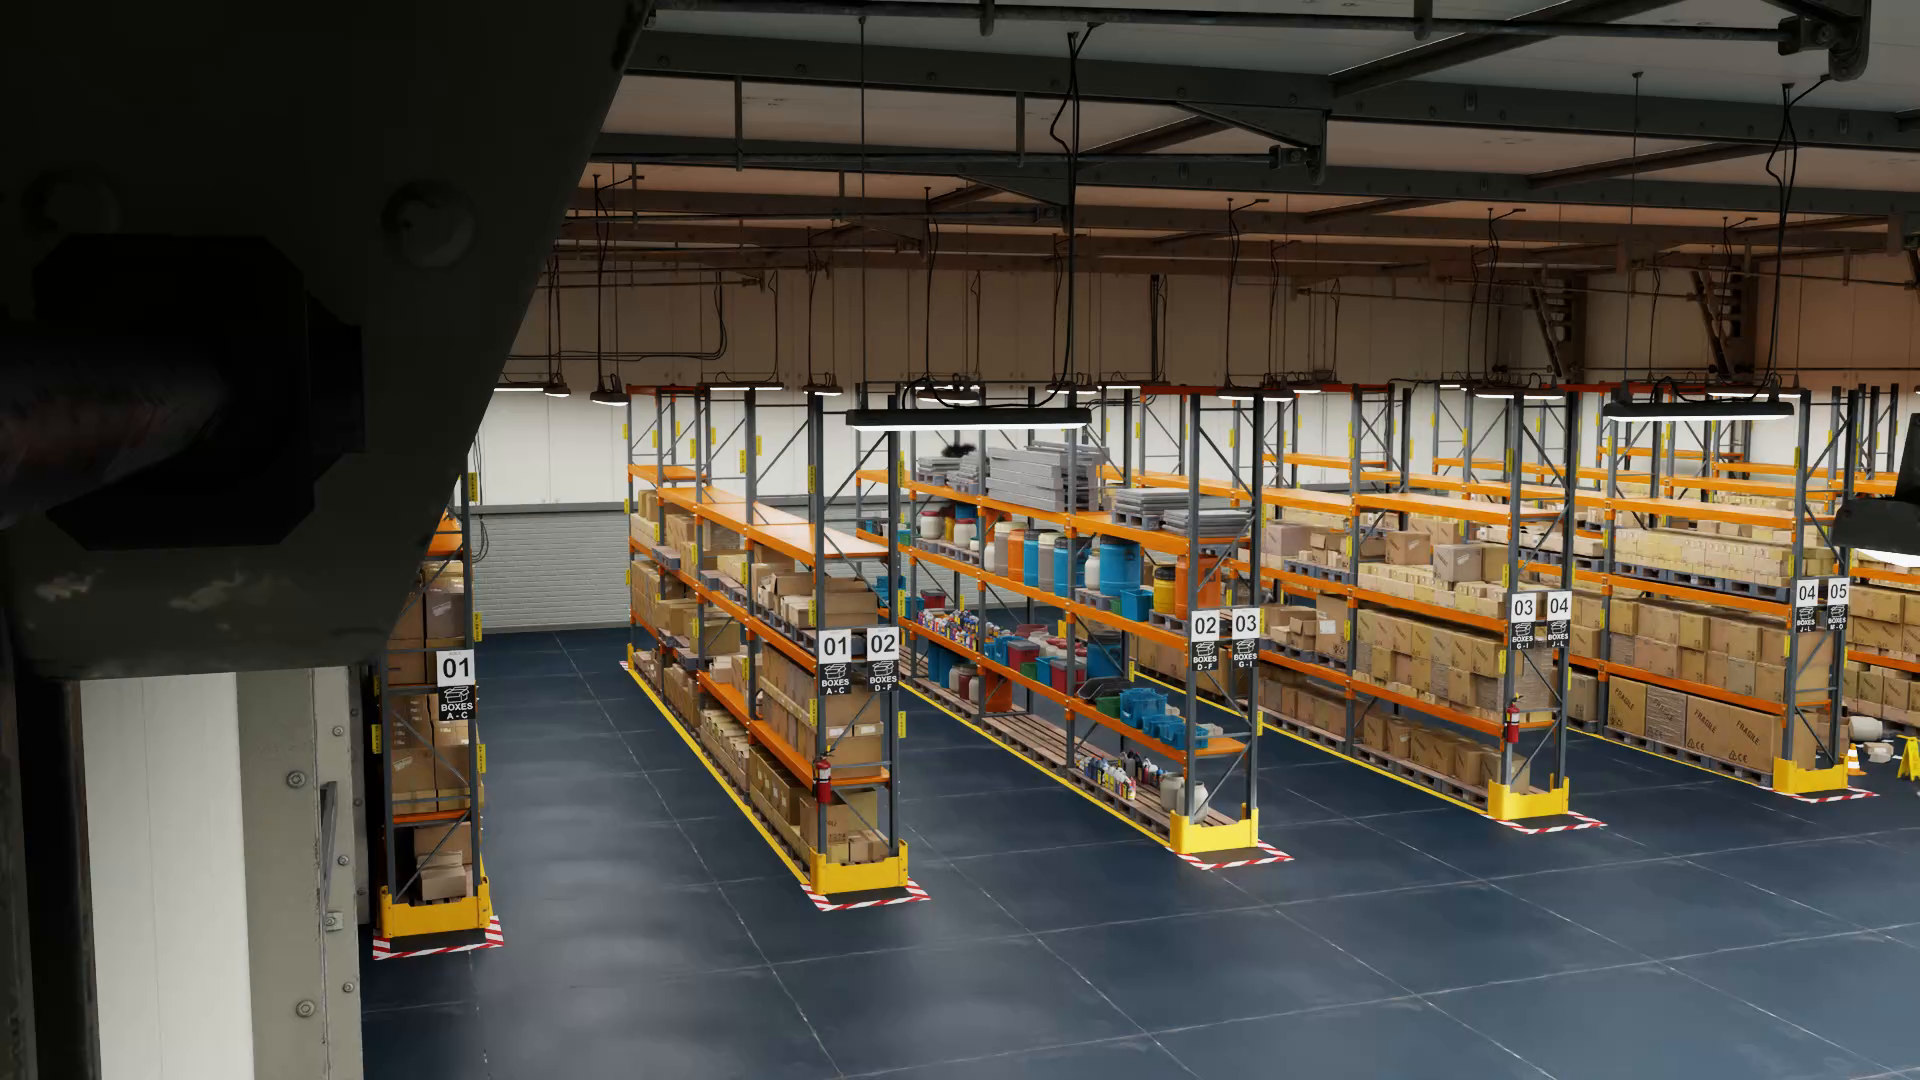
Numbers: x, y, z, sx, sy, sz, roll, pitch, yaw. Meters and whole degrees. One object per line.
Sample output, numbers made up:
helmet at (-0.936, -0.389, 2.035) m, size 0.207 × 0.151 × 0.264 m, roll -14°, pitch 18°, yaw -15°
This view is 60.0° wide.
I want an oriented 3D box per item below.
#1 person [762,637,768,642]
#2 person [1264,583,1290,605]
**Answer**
person at (-3.843, 1.765, 33.554) m, size 0.648 × 1.877 × 0.766 m, roll -3°, pitch 7°, yaw -25°
person at (6.953, 1.733, 36.481) m, size 0.670 × 1.721 × 0.830 m, roll -2°, pitch 6°, yaw -15°
